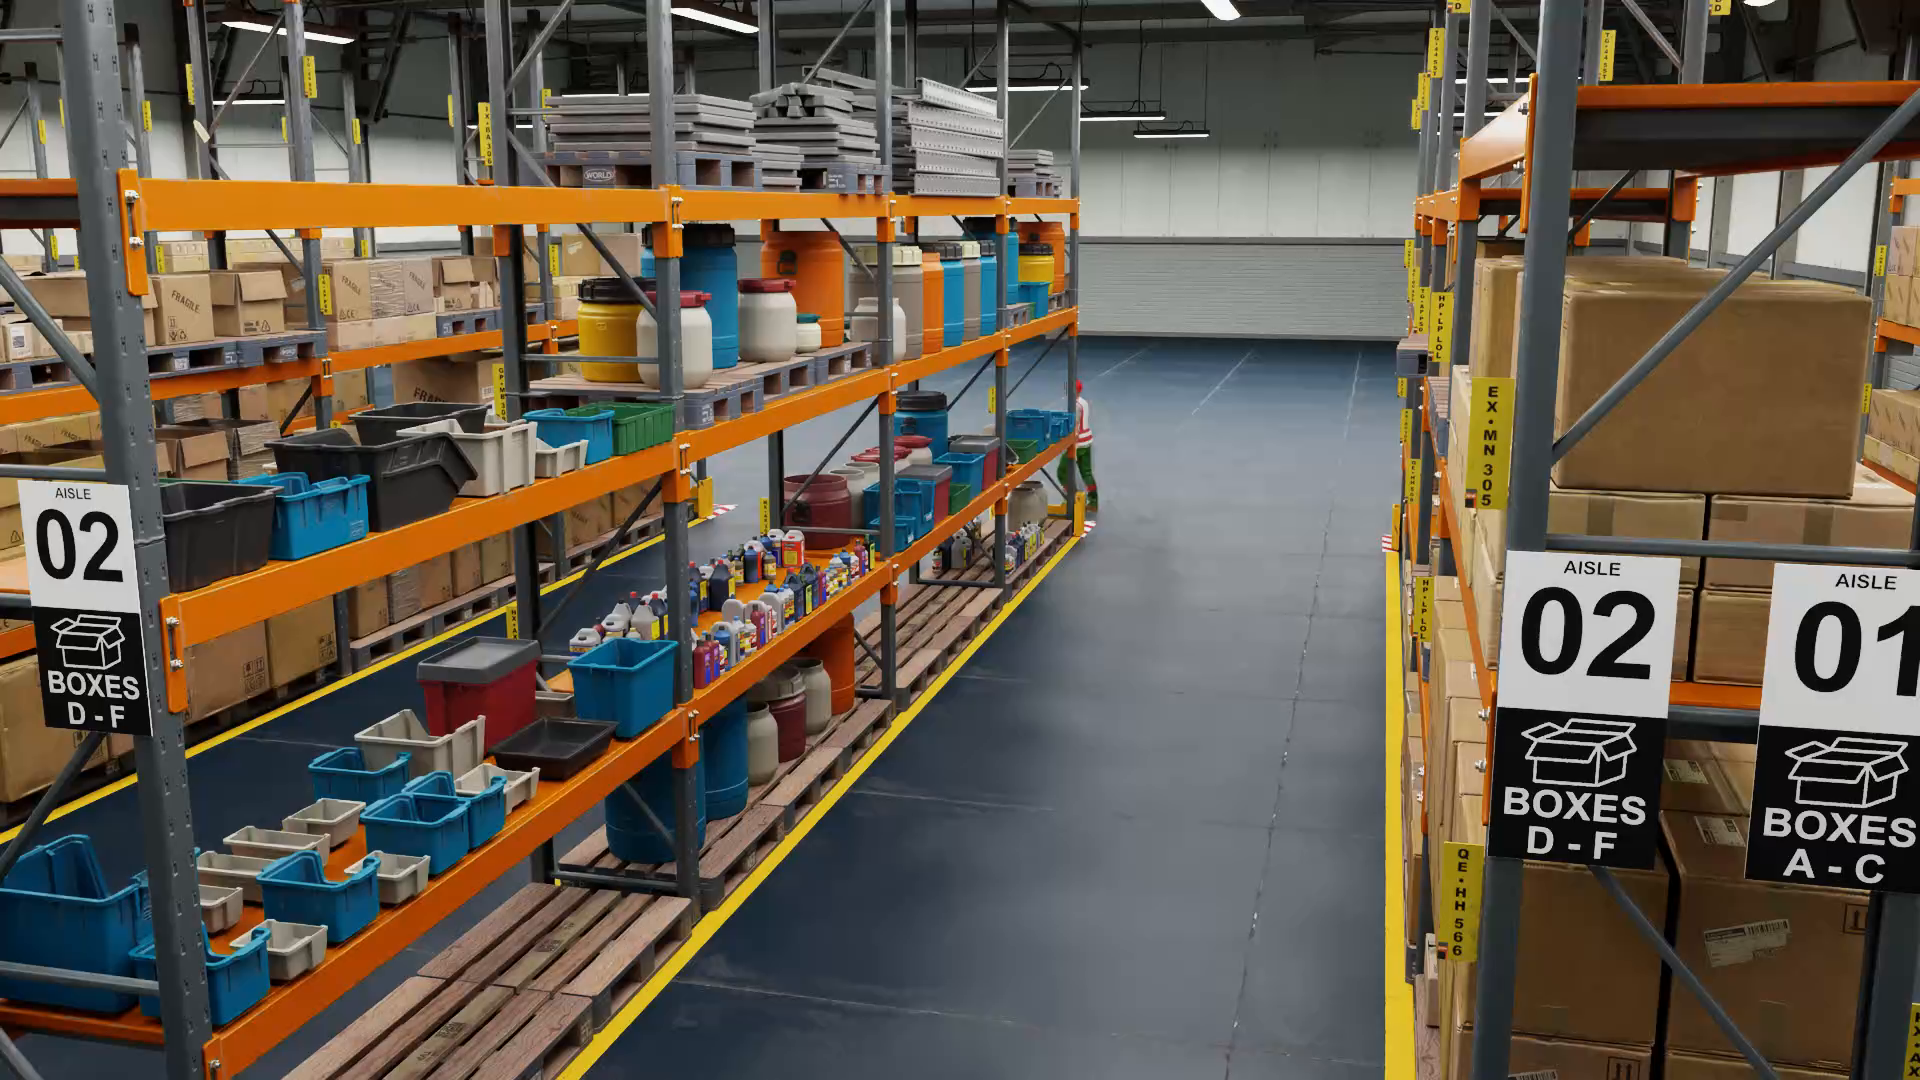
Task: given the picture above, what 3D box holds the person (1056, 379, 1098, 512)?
[{"bbox_3d":[1.542,-1.215,22.009,0.556,1.832,0.685,5,12,24],"label":"person"}]
